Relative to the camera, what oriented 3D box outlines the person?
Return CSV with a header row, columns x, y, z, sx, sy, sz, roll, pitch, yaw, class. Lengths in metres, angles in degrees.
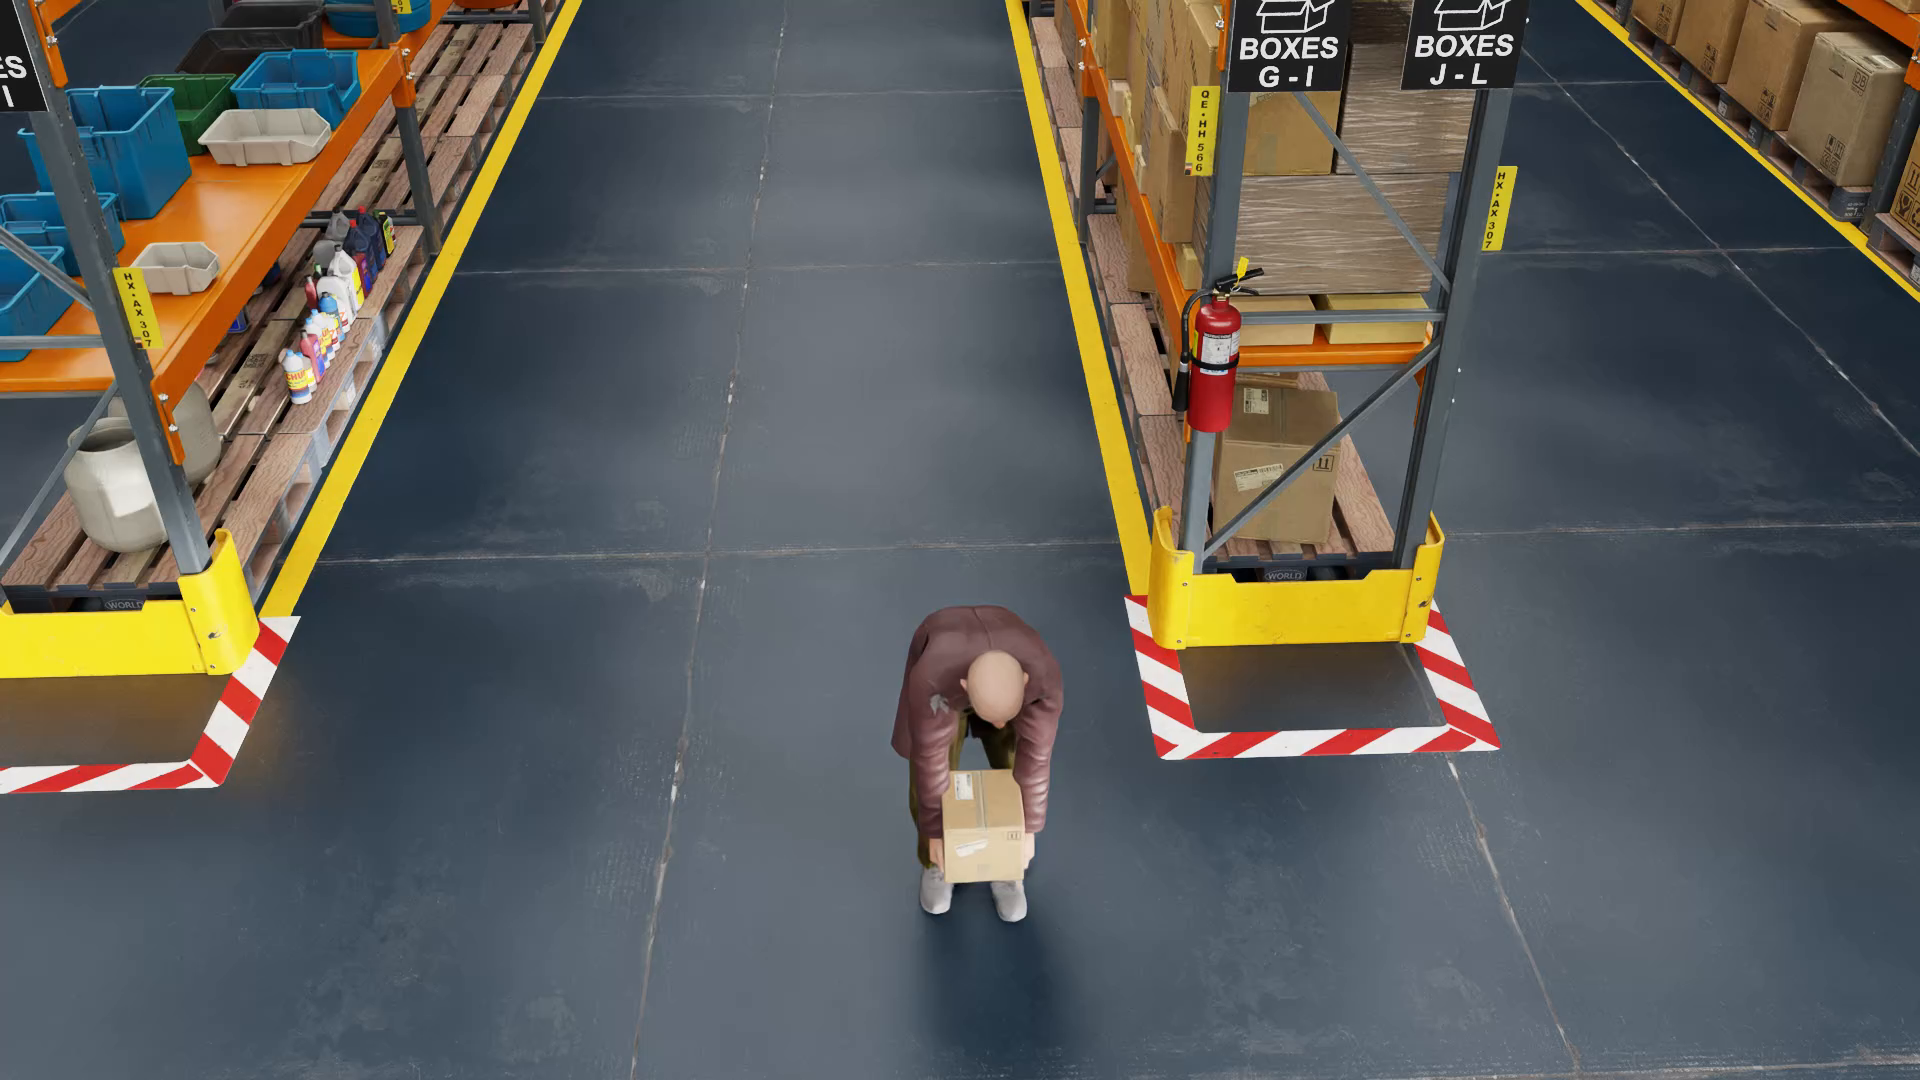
x,y,z,sx,sy,sz,roll,pitch,yaw,class
0.050,0.548,5.406,0.532,1.742,0.603,-2,35,-3,person
